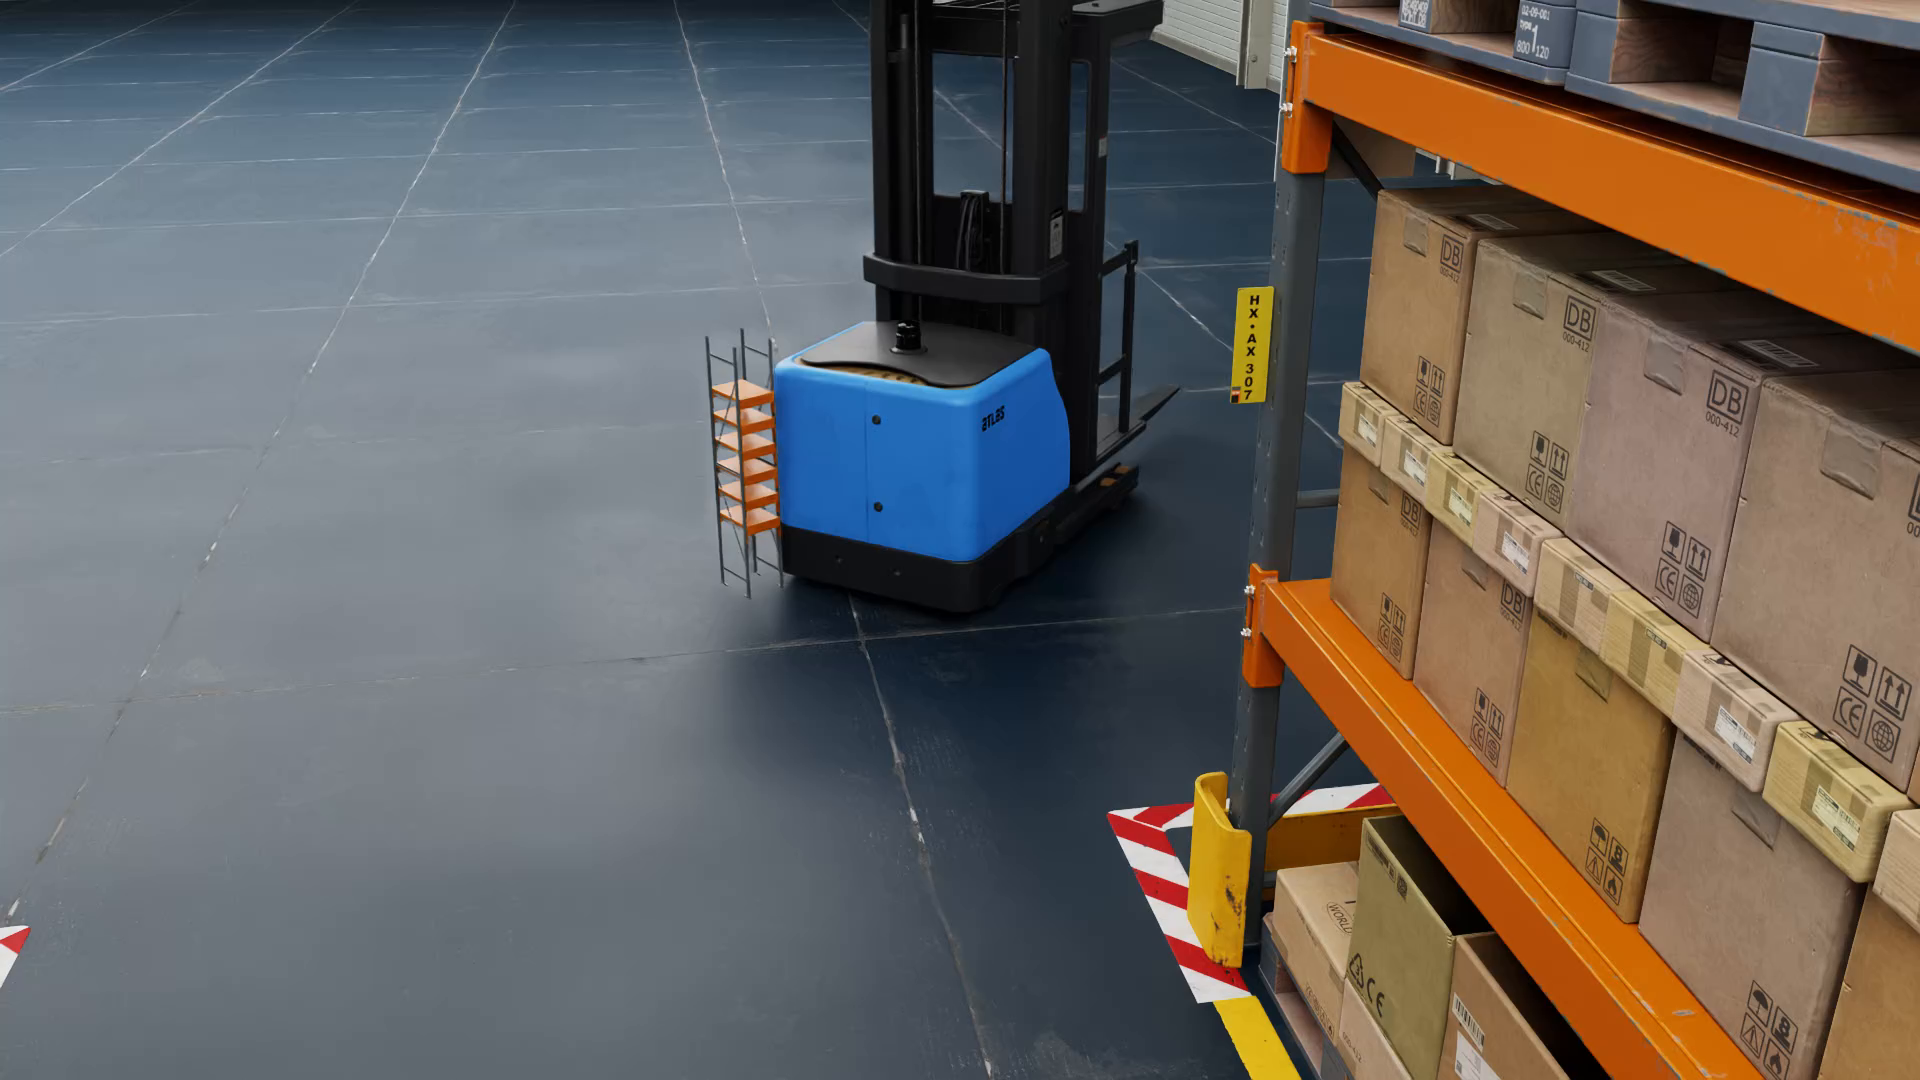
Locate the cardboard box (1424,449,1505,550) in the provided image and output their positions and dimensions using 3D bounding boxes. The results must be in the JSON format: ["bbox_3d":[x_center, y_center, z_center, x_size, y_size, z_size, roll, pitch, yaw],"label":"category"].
[{"bbox_3d":[1.299,-0.106,3.809,0.380,0.149,0.250,-4,24,-10],"label":"cardboard box"}]

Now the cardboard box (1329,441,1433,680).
[{"bbox_3d":[1.416,0.004,4.369,0.700,0.500,0.500,-4,24,-10],"label":"cardboard box"}]

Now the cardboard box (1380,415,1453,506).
[{"bbox_3d":[1.255,-0.204,4.034,0.380,0.149,0.250,-5,24,-11],"label":"cardboard box"}]

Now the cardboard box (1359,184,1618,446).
[{"bbox_3d":[1.426,-0.570,4.061,0.700,0.500,0.500,-4,24,-10],"label":"cardboard box"}]

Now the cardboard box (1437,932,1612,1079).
[{"bbox_3d":[1.422,1.209,3.709,0.500,0.500,0.500,-4,24,-10],"label":"cardboard box"}]

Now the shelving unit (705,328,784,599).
[{"bbox_3d":[-0.970,-0.337,7.522,0.189,1.200,0.258,-19,30,-36],"label":"shelving unit"}]

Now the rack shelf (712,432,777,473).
[{"bbox_3d":[-0.970,-0.406,7.491,0.180,0.103,0.258,-19,30,-36],"label":"rack shelf"}]

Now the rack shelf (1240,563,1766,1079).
[{"bbox_3d":[1.712,0.981,3.154,1.077,0.370,4.000,-4,24,-10],"label":"rack shelf"}]

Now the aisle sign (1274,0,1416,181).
[{"bbox_3d":[1.029,-1.330,4.298,0.394,0.787,0.004,-4,24,-10],"label":"aisle sign"}]

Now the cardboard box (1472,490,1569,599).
[{"bbox_3d":[1.344,-0.007,3.582,0.380,0.149,0.250,-5,24,-11],"label":"cardboard box"}]

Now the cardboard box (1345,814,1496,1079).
[{"bbox_3d":[1.317,1.013,4.157,0.500,0.500,0.500,-4,24,-10],"label":"cardboard box"}]

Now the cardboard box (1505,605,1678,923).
[{"bbox_3d":[1.604,0.406,3.448,0.700,0.500,0.500,-4,24,-9],"label":"cardboard box"}]

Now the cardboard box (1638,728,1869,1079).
[{"bbox_3d":[1.705,0.612,2.975,0.700,0.500,0.500,-4,24,-8],"label":"cardboard box"}]

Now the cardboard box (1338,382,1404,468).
[{"bbox_3d":[1.203,-0.308,4.272,0.380,0.149,0.250,-4,24,-10],"label":"cardboard box"}]

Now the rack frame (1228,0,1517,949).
[{"bbox_3d":[1.342,-0.135,4.811,1.000,3.000,0.127,-4,24,-10],"label":"rack frame"}]

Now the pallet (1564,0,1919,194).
[{"bbox_3d":[1.676,-0.708,2.487,1.003,0.211,1.213,-4,24,-10],"label":"pallet"}]

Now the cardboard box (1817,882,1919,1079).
[{"bbox_3d":[1.801,0.814,2.514,0.700,0.500,0.500,-4,24,-9],"label":"cardboard box"}]

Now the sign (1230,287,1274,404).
[{"bbox_3d":[0.796,-0.529,4.534,0.100,0.325,0.005,-4,24,-10],"label":"sign"}]

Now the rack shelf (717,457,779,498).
[{"bbox_3d":[-0.970,-0.296,7.540,0.180,0.103,0.258,-19,30,-36],"label":"rack shelf"}]

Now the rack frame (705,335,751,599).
[{"bbox_3d":[-1.040,-0.313,7.468,0.006,1.200,0.240,-19,30,-36],"label":"rack frame"}]

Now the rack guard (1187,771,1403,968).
[{"bbox_3d":[1.338,1.001,5.333,1.175,0.500,0.348,-4,24,-10],"label":"rack guard"}]

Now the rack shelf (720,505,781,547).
[{"bbox_3d":[-0.969,-0.077,7.636,0.180,0.103,0.258,-19,30,-36],"label":"rack shelf"}]

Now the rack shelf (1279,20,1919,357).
[{"bbox_3d":[1.712,-0.393,2.554,1.077,0.370,4.000,-4,24,-10],"label":"rack shelf"}]

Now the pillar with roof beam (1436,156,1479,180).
[{"bbox_3d":[0.739,-7.442,14.047,9.100,9.000,0.400,-4,24,-10],"label":"pillar with roof beam"}]

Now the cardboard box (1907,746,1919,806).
[{"bbox_3d":[1.807,0.228,2.234,0.700,0.500,0.500,-4,24,-10],"label":"cardboard box"}]

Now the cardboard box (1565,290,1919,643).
[{"bbox_3d":[1.622,-0.165,3.135,0.700,0.500,0.500,-4,24,-10],"label":"cardboard box"}]

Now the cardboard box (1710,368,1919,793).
[{"bbox_3d":[1.715,0.032,2.684,0.700,0.500,0.500,-4,24,-10],"label":"cardboard box"}]

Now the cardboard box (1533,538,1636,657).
[{"bbox_3d":[1.396,0.098,3.342,0.380,0.149,0.250,-5,24,-12],"label":"cardboard box"}]

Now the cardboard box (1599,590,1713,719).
[{"bbox_3d":[1.443,0.199,3.112,0.380,0.149,0.250,-5,24,-10],"label":"cardboard box"}]

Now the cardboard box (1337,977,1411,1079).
[{"bbox_3d":[1.319,1.356,4.307,0.500,0.250,0.500,-4,24,-10],"label":"cardboard box"}]

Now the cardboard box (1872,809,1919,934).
[{"bbox_3d":[1.588,0.505,2.412,0.380,0.149,0.250,-4,24,-8],"label":"cardboard box"}]

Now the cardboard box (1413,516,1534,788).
[{"bbox_3d":[1.518,0.210,3.897,0.700,0.500,0.500,-4,24,-8],"label":"cardboard box"}]

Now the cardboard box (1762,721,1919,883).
[{"bbox_3d":[1.536,0.400,2.650,0.380,0.149,0.250,-4,24,-8],"label":"cardboard box"}]

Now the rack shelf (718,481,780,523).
[{"bbox_3d":[-0.970,-0.186,7.588,0.180,0.103,0.258,-19,30,-36],"label":"rack shelf"}]

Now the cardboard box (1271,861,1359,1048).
[{"bbox_3d":[1.223,1.160,4.757,0.500,0.250,0.500,-4,24,-10],"label":"cardboard box"}]

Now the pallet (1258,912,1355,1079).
[{"bbox_3d":[1.525,1.440,4.688,1.003,0.211,1.213,-4,24,-10],"label":"pallet"}]

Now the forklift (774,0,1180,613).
[{"bbox_3d":[0.290,-1.575,8.194,1.130,2.935,3.031,12,26,25],"label":"forklift"}]

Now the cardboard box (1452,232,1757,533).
[{"bbox_3d":[1.528,-0.364,3.589,0.700,0.500,0.500,-5,24,-11],"label":"cardboard box"}]

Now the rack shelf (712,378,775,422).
[{"bbox_3d":[-0.971,-0.626,7.395,0.180,0.103,0.258,-19,30,-36],"label":"rack shelf"}]

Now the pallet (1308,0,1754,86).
[{"bbox_3d":[1.447,-1.189,3.588,1.003,0.211,1.213,-4,24,-10],"label":"pallet"}]

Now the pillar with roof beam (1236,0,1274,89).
[{"bbox_3d":[-0.370,-9.802,19.451,9.100,9.000,0.400,-4,24,-10],"label":"pillar with roof beam"}]

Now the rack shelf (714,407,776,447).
[{"bbox_3d":[-0.970,-0.516,7.443,0.180,0.103,0.258,-19,30,-36],"label":"rack shelf"}]

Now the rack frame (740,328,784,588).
[{"bbox_3d":[-0.900,-0.361,7.576,0.006,1.200,0.240,-19,30,-36],"label":"rack frame"}]

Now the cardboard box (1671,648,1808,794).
[{"bbox_3d":[1.486,0.297,2.887,0.380,0.149,0.250,-4,24,-9],"label":"cardboard box"}]
